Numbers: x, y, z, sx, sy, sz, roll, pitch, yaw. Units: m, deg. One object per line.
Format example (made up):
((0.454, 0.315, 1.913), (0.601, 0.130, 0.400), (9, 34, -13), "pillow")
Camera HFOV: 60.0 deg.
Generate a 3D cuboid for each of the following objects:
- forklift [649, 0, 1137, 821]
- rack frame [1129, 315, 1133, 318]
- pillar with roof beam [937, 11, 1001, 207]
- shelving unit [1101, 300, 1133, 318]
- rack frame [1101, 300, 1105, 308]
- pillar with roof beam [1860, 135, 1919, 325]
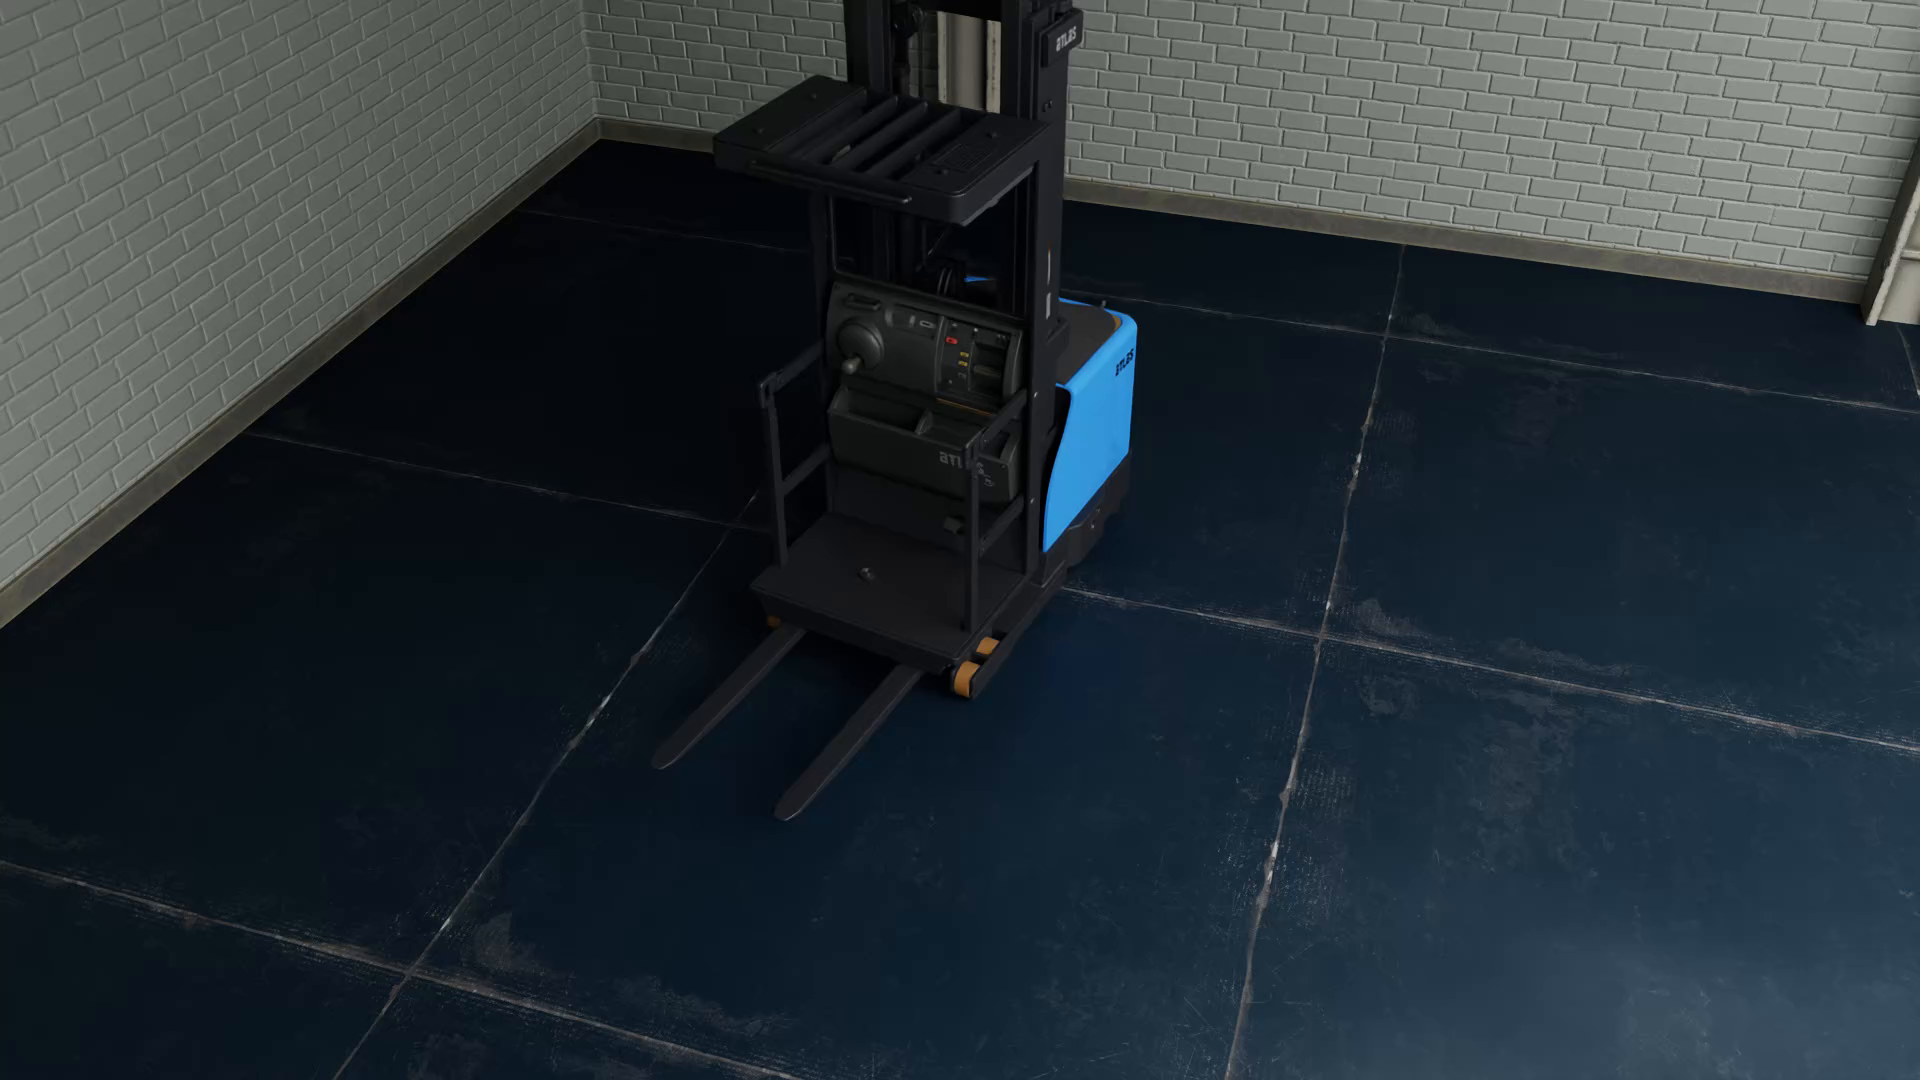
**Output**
((-0.262, -0.777, 7.017), (1.130, 2.935, 3.031), (18, 40, 22), "forklift")
((0.785, -0.737, 8.677), (0.240, 0.900, 0.006), (-26, 43, -30), "rack frame")
((-1.201, -3.629, 5.775), (0.400, 9.000, 9.100), (10, 38, 14), "pillar with roof beam")
((0.721, -0.784, 8.741), (0.258, 0.900, 0.210), (-26, 43, -30), "shelving unit")
((0.657, -0.831, 8.805), (0.240, 0.900, 0.006), (-26, 43, -30), "rack frame")
((4.526, -2.569, 4.334), (0.400, 9.000, 9.100), (10, 38, 14), "pillar with roof beam")
